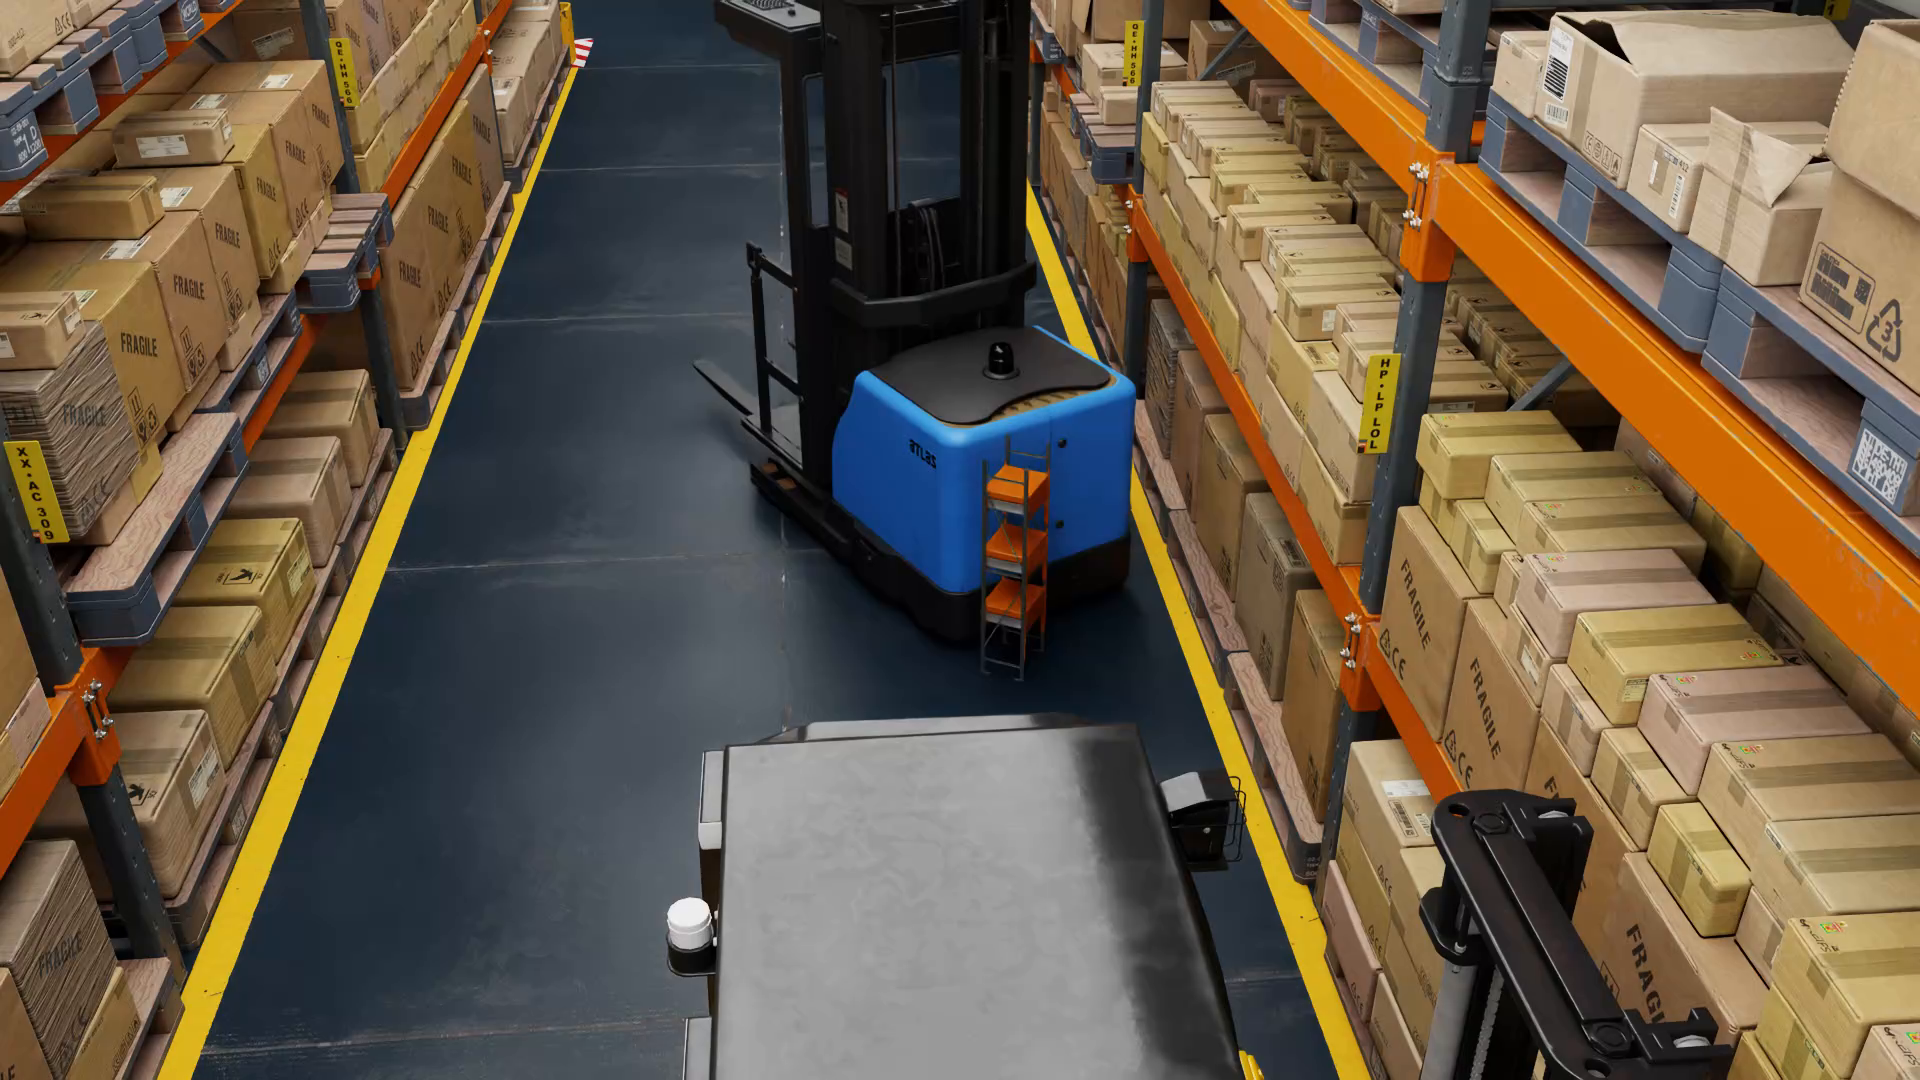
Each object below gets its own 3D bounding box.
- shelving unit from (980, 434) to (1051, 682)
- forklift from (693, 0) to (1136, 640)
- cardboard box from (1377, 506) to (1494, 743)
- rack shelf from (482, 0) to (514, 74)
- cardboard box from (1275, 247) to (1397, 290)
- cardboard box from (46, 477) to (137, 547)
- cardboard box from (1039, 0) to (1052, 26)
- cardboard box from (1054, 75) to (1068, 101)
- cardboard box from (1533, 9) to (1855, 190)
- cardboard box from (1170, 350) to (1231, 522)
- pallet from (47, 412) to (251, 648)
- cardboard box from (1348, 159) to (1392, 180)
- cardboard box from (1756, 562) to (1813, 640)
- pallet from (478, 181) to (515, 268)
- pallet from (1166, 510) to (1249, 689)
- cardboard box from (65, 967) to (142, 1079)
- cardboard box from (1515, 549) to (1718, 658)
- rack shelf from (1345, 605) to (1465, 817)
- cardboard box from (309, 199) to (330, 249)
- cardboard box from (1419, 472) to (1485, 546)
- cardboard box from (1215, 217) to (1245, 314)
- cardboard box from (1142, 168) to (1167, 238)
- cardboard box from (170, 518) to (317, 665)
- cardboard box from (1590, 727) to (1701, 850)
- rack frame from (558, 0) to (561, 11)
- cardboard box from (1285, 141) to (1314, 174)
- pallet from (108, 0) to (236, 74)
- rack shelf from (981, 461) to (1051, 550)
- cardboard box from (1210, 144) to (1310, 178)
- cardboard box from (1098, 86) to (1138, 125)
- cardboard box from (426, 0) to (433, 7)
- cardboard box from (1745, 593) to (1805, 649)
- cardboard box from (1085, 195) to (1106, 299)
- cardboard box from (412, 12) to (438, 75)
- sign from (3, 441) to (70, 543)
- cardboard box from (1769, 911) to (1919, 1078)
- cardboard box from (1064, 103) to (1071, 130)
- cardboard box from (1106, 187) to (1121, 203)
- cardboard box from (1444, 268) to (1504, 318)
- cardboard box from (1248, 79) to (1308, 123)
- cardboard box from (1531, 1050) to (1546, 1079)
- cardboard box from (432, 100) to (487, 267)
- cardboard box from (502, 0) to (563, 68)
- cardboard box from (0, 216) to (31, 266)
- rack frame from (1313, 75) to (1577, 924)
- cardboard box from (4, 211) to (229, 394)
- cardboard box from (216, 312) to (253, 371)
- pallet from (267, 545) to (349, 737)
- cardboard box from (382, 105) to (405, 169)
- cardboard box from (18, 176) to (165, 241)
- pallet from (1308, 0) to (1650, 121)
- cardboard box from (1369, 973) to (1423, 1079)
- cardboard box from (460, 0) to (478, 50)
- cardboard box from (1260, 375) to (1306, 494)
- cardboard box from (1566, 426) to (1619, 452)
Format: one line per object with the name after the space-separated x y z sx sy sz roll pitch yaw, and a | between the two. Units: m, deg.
0.234 0.088 7.080 0.215 1.050 0.252 13 33 20 | shelving unit
-0.428 -1.530 7.953 1.130 2.935 3.031 -18 35 -28 | forklift
1.570 0.225 4.851 0.500 0.500 0.500 -4 31 -6 | cardboard box
-4.088 -4.528 13.607 1.077 0.370 4.000 -3 31 -5 | rack shelf
1.404 -0.979 6.234 0.380 0.149 0.250 -3 31 -6 | cardboard box
-2.891 -0.101 5.330 0.380 0.149 0.250 -2 31 -4 | cardboard box
0.912 -3.757 11.107 0.700 0.500 0.500 -2 31 -4 | cardboard box
0.881 -3.243 11.859 0.380 0.149 0.250 -4 31 -7 | cardboard box
1.623 -1.007 3.666 0.500 0.311 0.500 -2 31 -4 | cardboard box
1.528 -0.522 8.105 0.875 0.625 0.625 -2 31 -3 | cardboard box
-3.080 -0.046 5.589 1.003 0.211 1.213 -3 31 -5 | pallet
1.891 -1.532 7.160 0.380 0.149 0.250 -3 31 -5 | cardboard box
2.225 0.118 4.108 0.380 0.149 0.250 -3 31 -6 | cardboard box
-3.754 -2.228 11.775 1.003 0.211 1.213 -3 31 -5 | pallet
1.563 0.227 7.663 1.003 0.211 1.213 -3 31 -5 | pallet
-2.831 1.558 4.989 0.500 0.250 0.500 -1 31 -2 | cardboard box
1.591 0.152 4.050 0.380 0.149 0.250 -2 31 -3 | cardboard box
1.975 1.359 3.752 1.077 0.370 4.000 -3 31 -5 | rack shelf
-3.097 -1.430 7.555 0.380 0.149 0.250 -3 31 -5 | cardboard box
1.556 -0.117 4.791 0.380 0.149 0.250 -3 31 -5 | cardboard box
1.362 -1.142 6.895 0.500 0.250 0.500 -2 31 -4 | cardboard box
1.213 -1.711 8.335 0.500 0.250 0.500 -3 31 -4 | cardboard box
-3.342 0.227 7.098 0.950 0.372 0.625 -2 31 -3 | cardboard box
1.647 0.538 3.695 0.380 0.149 0.250 -4 31 -6 | cardboard box
-4.275 -5.858 15.132 1.000 3.000 0.127 -3 31 -5 | rack frame
1.783 -1.687 7.807 0.500 0.250 0.500 -2 31 -4 | cardboard box
-3.205 -1.788 5.577 1.213 0.211 1.003 -3 31 -5 | pallet
0.234 -0.147 6.939 0.215 0.259 0.240 13 33 20 | rack shelf
1.317 -1.632 7.327 0.380 0.149 0.250 -2 31 -4 | cardboard box
0.971 -2.403 9.183 0.380 0.149 0.250 -2 31 -4 | cardboard box
-3.526 -3.548 10.193 0.500 0.500 0.500 -2 31 -3 | cardboard box
2.211 0.251 4.174 0.380 0.149 0.250 -3 31 -4 | cardboard box
1.073 -1.849 10.449 0.500 0.500 0.500 -1 31 -2 | cardboard box
-3.444 -2.973 9.961 0.500 0.250 0.500 -2 31 -4 | cardboard box
-2.614 -0.133 4.703 0.100 0.325 0.005 -3 31 -5 | sign
1.700 0.802 2.961 0.380 0.149 0.250 -2 31 -4 | cardboard box
0.948 -2.977 11.705 0.380 0.149 0.250 -4 31 -7 | cardboard box
1.100 -2.050 10.153 0.380 0.149 0.250 -2 31 -3 | cardboard box
1.929 -0.879 6.066 0.380 0.149 0.250 -3 31 -5 | cardboard box
1.646 -2.178 8.242 0.380 0.149 0.250 -2 31 -3 | cardboard box
1.617 1.377 4.317 0.500 0.250 0.500 -2 31 -3 | cardboard box
-3.671 -2.310 10.855 0.875 0.875 0.875 -2 31 -3 | cardboard box
-4.113 -4.606 15.125 0.875 0.438 0.875 -4 31 -6 | cardboard box
-3.515 -0.824 5.907 0.500 0.500 0.500 -2 31 -3 | cardboard box
1.788 0.029 5.277 1.000 3.000 0.127 -3 31 -5 | rack frame
-2.992 -0.844 5.941 0.500 0.500 0.500 -3 31 -5 | cardboard box
-2.985 -0.768 6.446 0.380 0.149 0.250 -2 31 -3 | cardboard box
-3.345 0.444 7.301 1.003 0.211 1.213 -3 31 -5 | pallet
-3.388 -2.232 9.209 0.500 0.250 0.500 -4 31 -6 | cardboard box
-3.049 -1.168 5.850 0.380 0.149 0.250 -1 31 -2 | cardboard box
1.693 -1.626 5.309 0.805 0.209 1.217 -4 31 -7 | pallet
1.567 1.550 5.001 0.500 0.250 0.500 -3 31 -6 | cardboard box
-3.608 -3.535 11.389 0.500 0.250 0.500 -3 31 -6 | cardboard box
1.428 -0.408 6.154 0.500 0.250 0.500 -3 31 -5 | cardboard box
1.996 -0.393 5.641 0.500 0.250 0.500 -3 31 -5 | cardboard box
